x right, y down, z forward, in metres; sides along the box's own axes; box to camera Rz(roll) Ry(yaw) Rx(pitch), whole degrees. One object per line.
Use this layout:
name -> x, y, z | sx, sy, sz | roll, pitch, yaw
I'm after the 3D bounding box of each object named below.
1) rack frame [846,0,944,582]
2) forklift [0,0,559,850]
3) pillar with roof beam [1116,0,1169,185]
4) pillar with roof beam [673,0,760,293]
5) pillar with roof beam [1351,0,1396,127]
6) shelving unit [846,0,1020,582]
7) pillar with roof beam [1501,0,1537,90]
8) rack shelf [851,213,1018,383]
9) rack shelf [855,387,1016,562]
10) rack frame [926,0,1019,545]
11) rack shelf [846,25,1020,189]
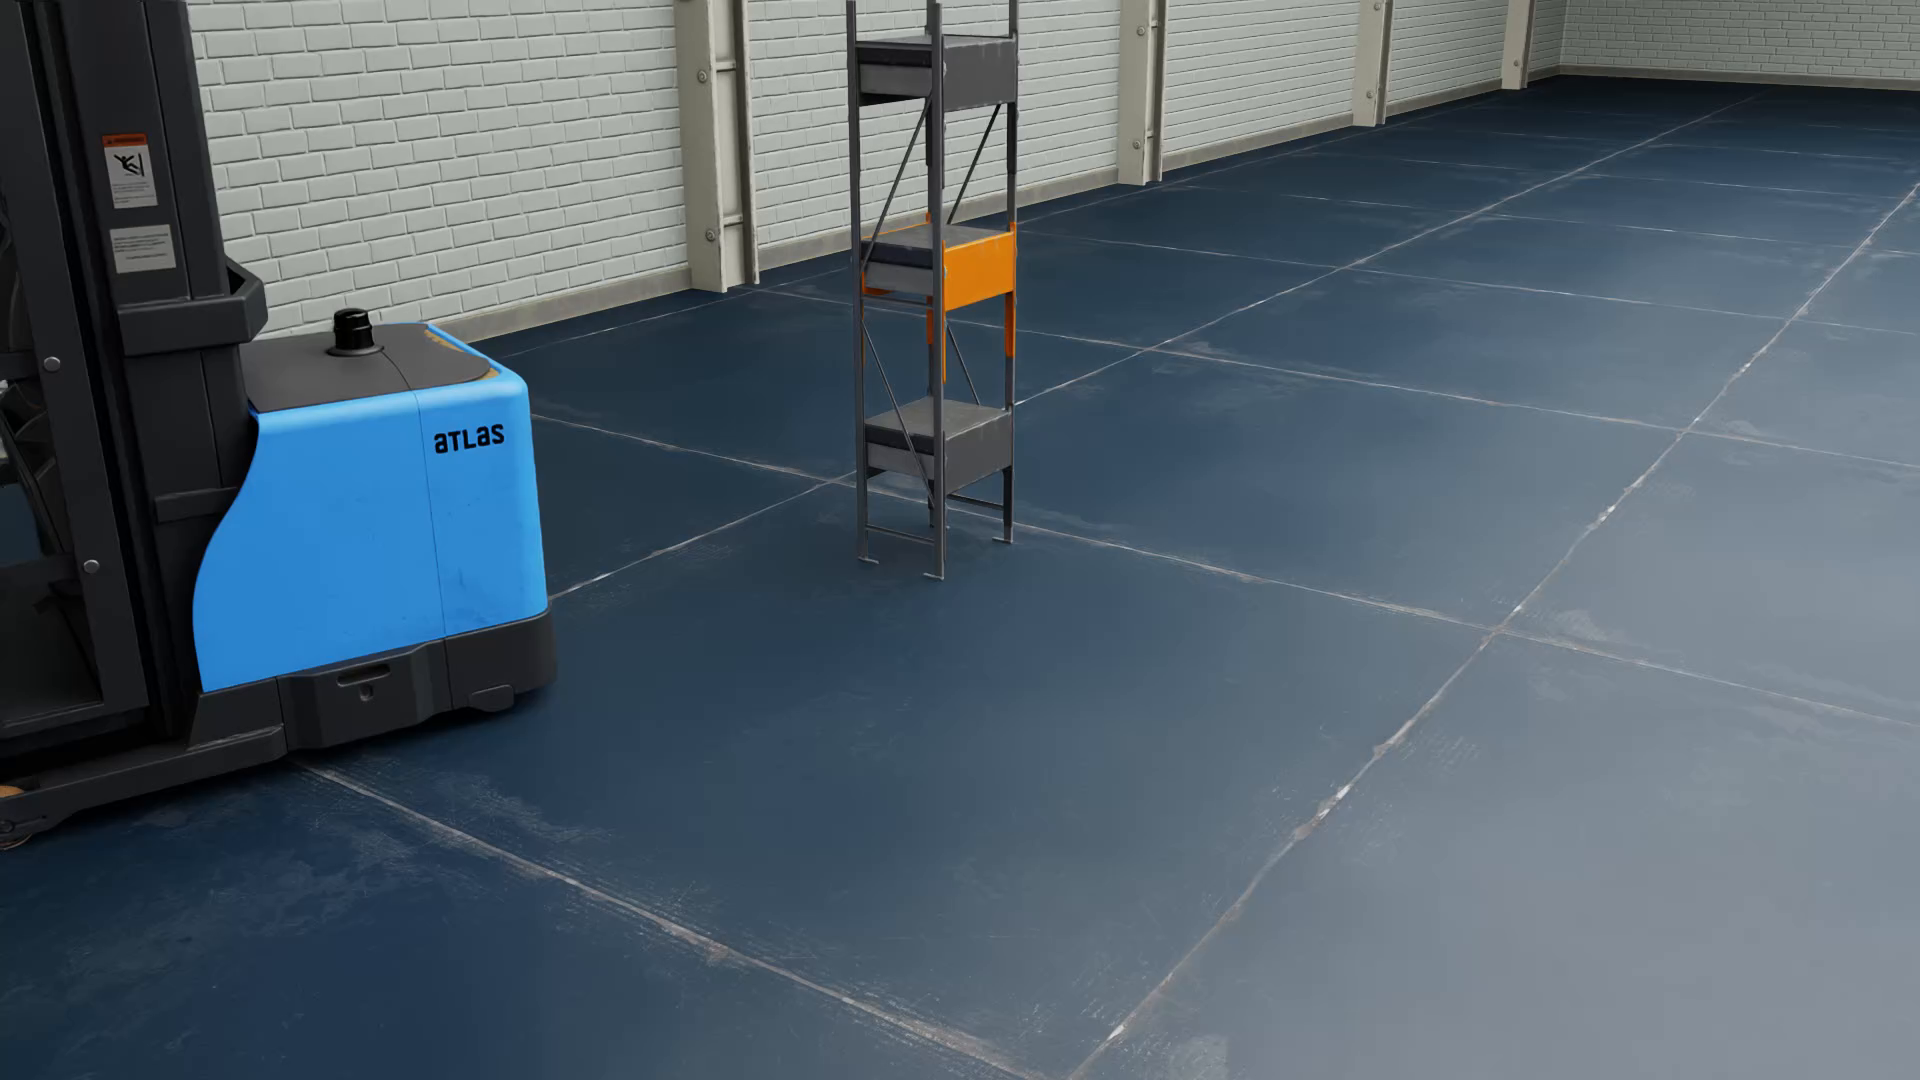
rack frame -> -0.230, -0.867, 6.083 | 0.400, 2.100, 0.015 | 13, 24, 32
forklift -> -2.800, -0.707, 4.453 | 3.031, 2.935, 1.130 | -13, 24, -32
pillar with roof beam -> 5.298, -6.872, 12.372 | 9.100, 9.000, 0.400 | 13, 24, 32
pillar with roof beam -> 1.925, -5.150, 7.718 | 9.100, 9.000, 0.400 | 13, 24, 32
pillar with roof beam -> 8.671, -8.593, 17.026 | 9.100, 9.000, 0.400 | 13, 24, 32
shelving unit -> -0.093, -0.937, 6.272 | 0.431, 2.100, 0.503 | 13, 24, 32
pillar with roof beam -> 12.044, -10.315, 21.680 | 9.100, 9.000, 0.400 | 13, 24, 32
rack shelf -> -0.093, -0.925, 6.277 | 0.431, 0.518, 0.480 | 13, 24, 32
rack shelf -> -0.093, -0.268, 6.520 | 0.431, 0.518, 0.480 | 13, 24, 32
rack frame -> 0.044, -1.007, 6.462 | 0.400, 2.100, 0.015 | 13, 24, 32
rack shelf -> -0.093, -1.581, 6.034 | 0.431, 0.518, 0.480 | 13, 24, 32
